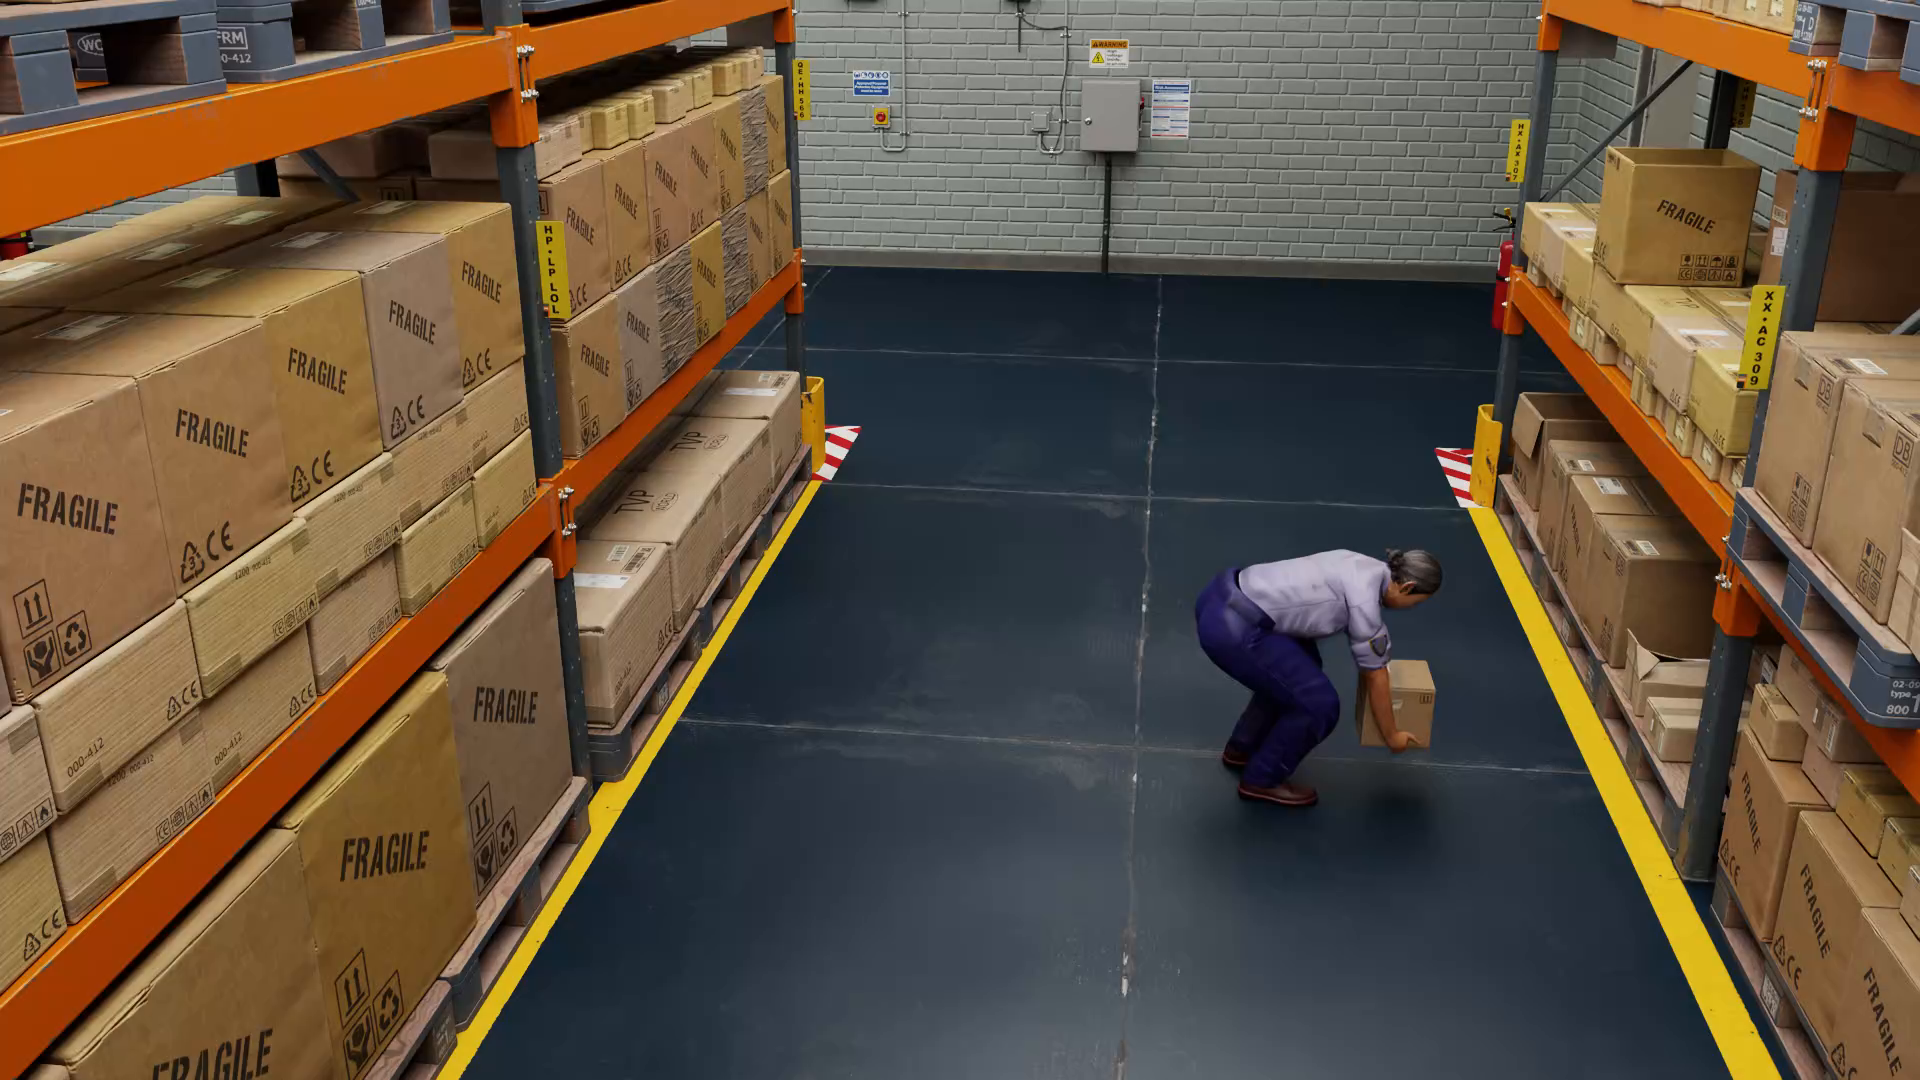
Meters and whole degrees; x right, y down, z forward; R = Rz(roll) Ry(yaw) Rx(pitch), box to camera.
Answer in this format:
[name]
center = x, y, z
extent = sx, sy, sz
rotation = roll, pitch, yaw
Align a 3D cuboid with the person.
[person]
center = 1.326, 0.485, 6.278
extent = 0.892, 0.985, 0.509
rotation = 1, 21, 4
